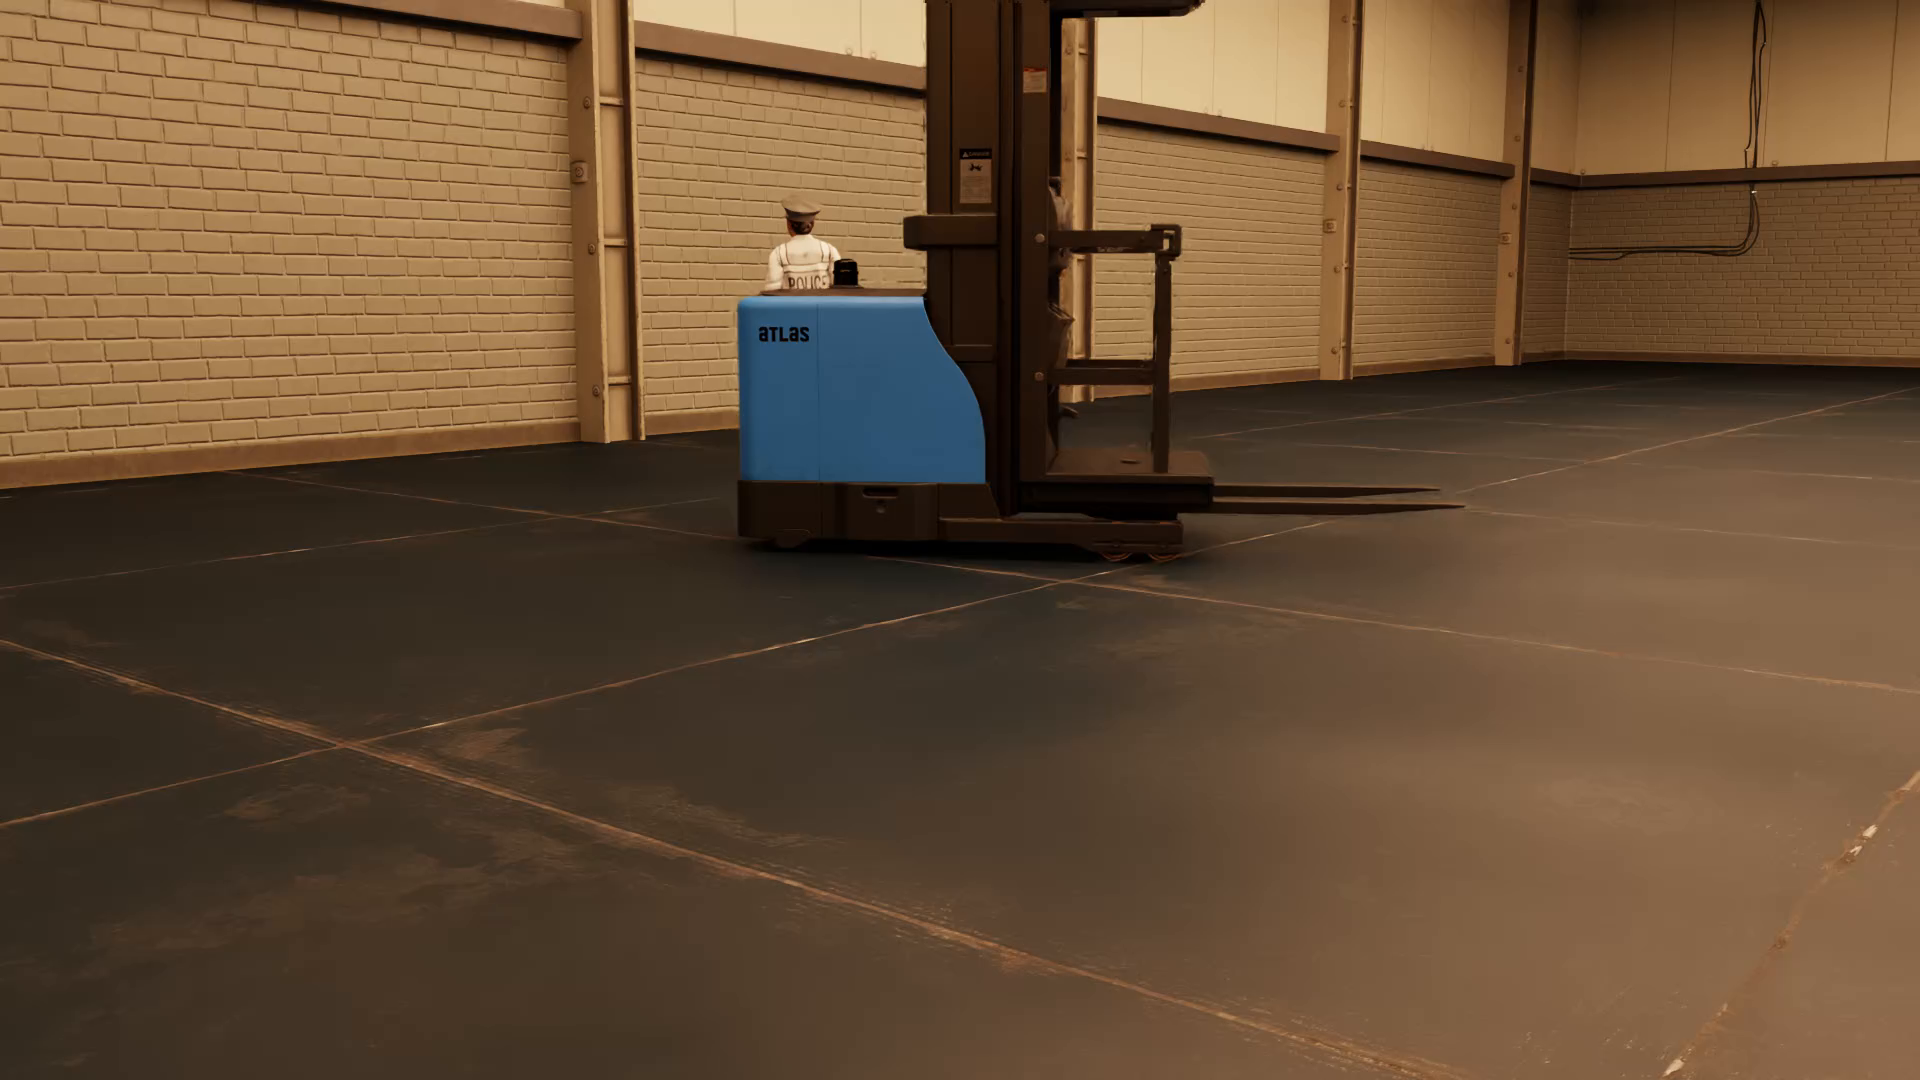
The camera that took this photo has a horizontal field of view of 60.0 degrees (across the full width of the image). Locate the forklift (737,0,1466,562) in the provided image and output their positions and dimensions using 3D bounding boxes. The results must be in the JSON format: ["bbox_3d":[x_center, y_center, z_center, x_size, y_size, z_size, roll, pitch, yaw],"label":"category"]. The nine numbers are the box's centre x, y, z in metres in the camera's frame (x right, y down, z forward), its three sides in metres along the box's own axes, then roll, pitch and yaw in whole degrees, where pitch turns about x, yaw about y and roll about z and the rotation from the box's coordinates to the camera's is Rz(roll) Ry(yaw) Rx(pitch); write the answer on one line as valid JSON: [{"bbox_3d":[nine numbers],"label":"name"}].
[{"bbox_3d":[0.607,-1.441,7.131,3.031,2.935,1.130,1,8,6],"label":"forklift"}]

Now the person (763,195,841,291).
[{"bbox_3d":[-0.972,-1.277,10.365,0.569,1.710,0.446,-2,9,-15],"label":"person"}]
